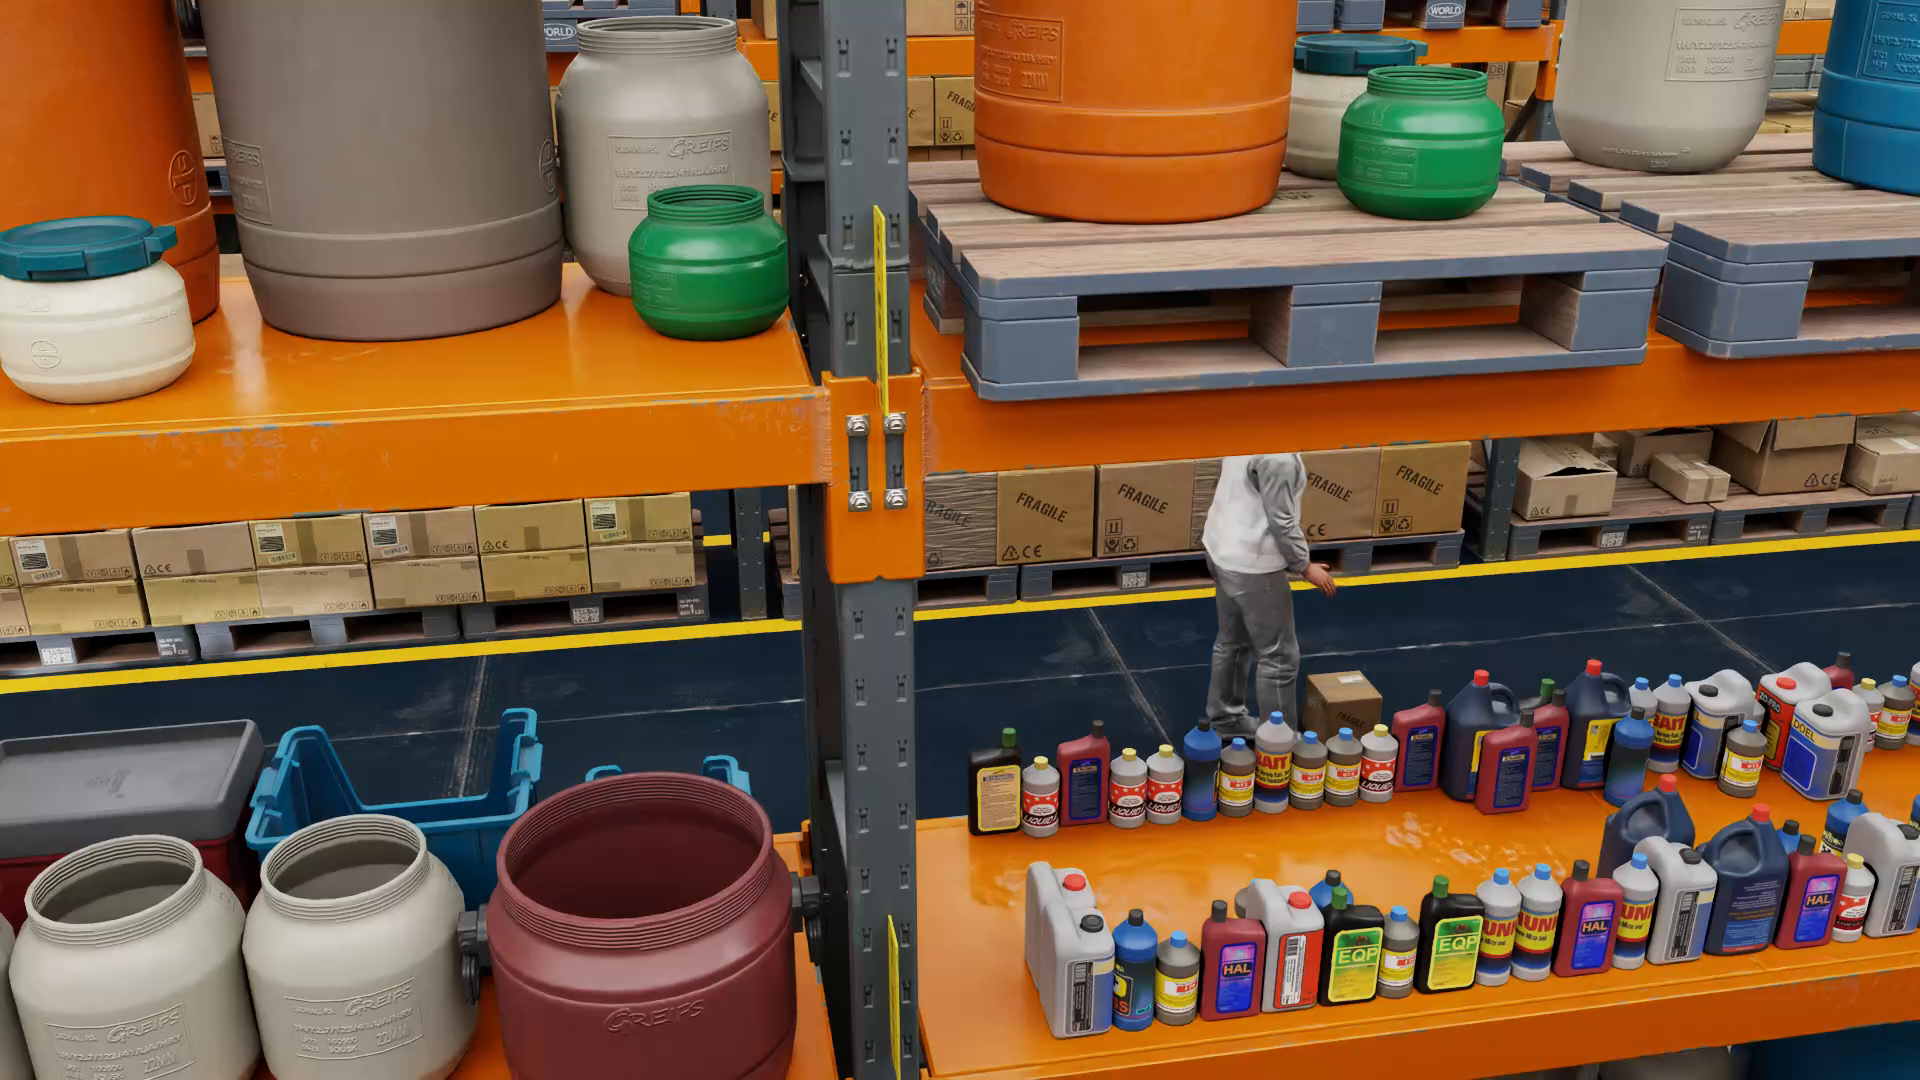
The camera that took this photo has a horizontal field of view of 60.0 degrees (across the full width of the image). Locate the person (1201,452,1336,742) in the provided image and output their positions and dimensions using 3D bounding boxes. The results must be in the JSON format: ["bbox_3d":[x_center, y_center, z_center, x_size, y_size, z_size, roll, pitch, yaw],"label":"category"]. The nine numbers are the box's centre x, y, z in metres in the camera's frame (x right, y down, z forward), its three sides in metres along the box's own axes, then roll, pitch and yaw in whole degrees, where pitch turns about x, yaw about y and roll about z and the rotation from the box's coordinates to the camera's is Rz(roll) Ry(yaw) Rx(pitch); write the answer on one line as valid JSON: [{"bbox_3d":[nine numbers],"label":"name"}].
[{"bbox_3d":[1.286,0.088,6.843,0.540,1.783,0.582,-2,23,-5],"label":"person"}]
